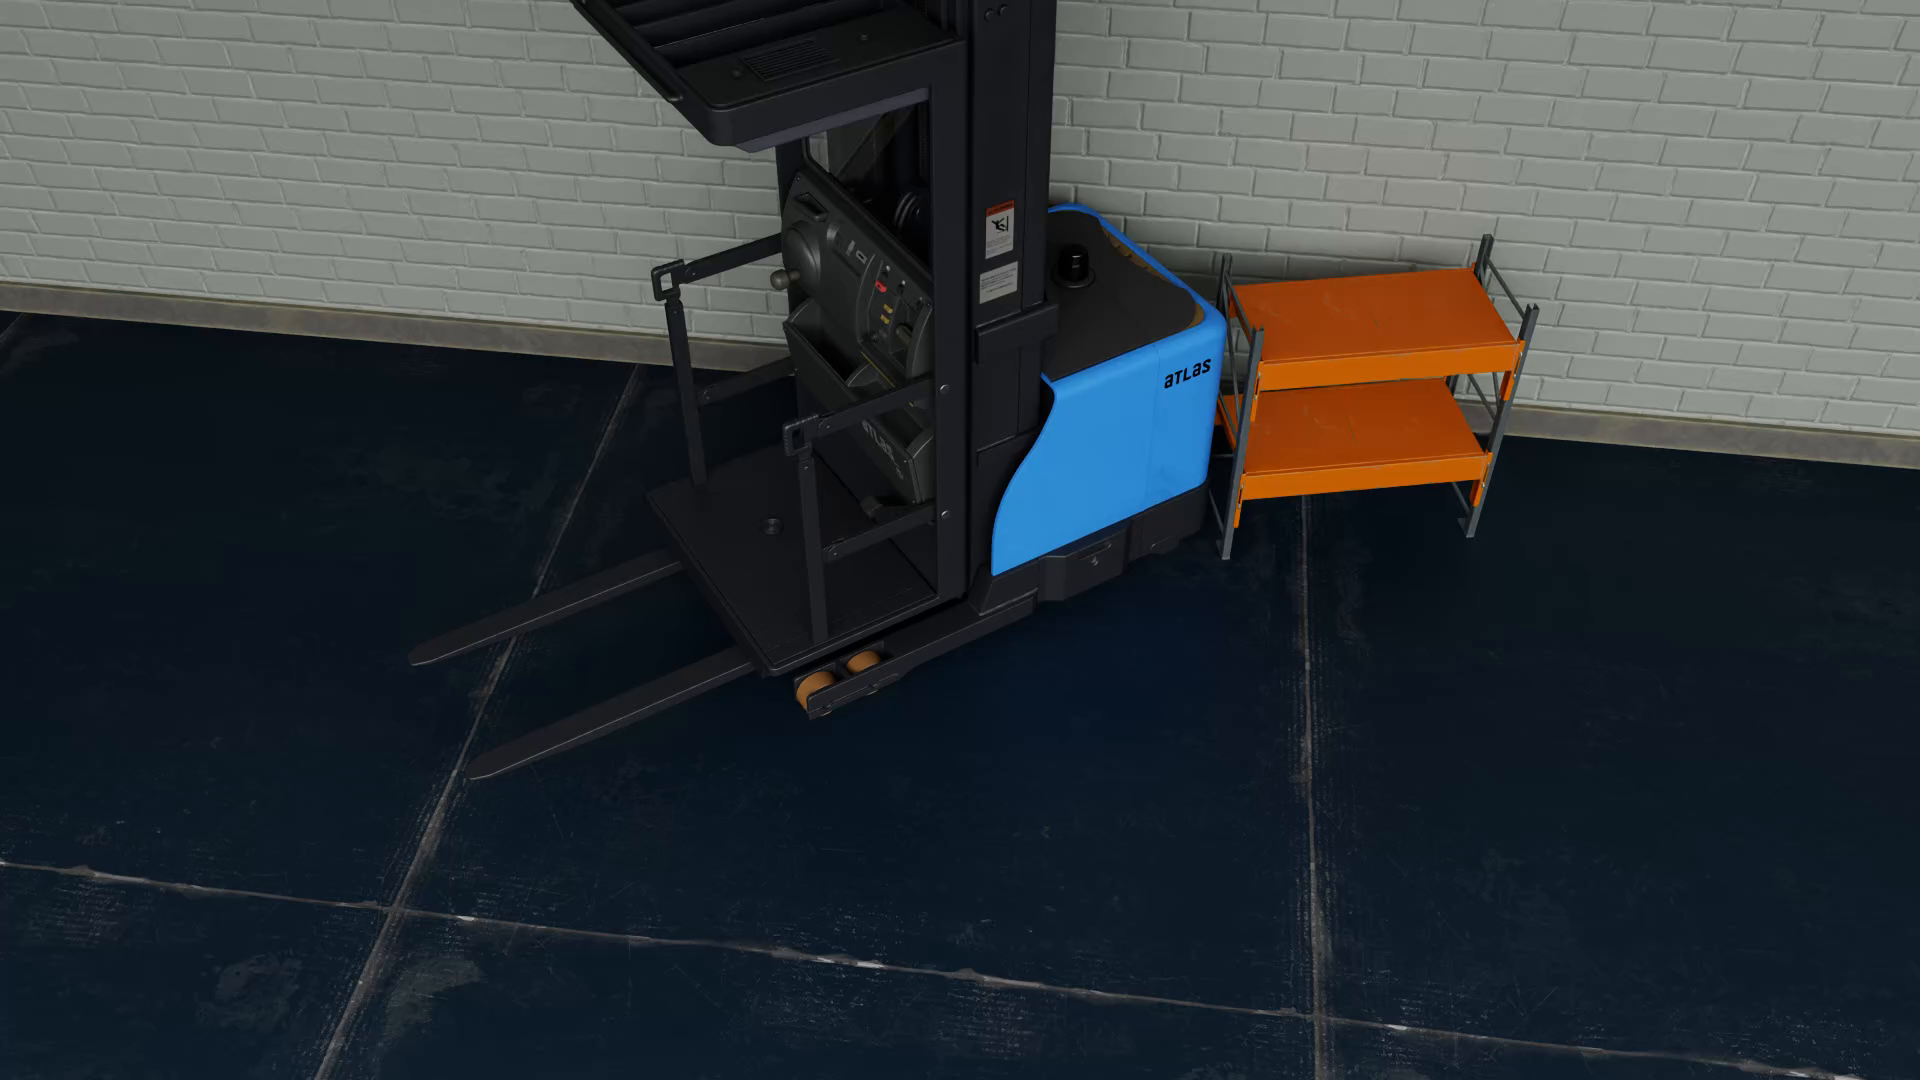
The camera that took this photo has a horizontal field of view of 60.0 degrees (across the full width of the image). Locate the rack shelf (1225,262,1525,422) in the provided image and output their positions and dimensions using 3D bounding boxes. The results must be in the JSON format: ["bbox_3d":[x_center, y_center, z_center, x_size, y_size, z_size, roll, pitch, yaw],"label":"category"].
[{"bbox_3d":[1.538,-0.757,6.306,1.000,0.278,0.538,-5,44,-5],"label":"rack shelf"}]

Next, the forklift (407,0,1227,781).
[{"bbox_3d":[-0.531,-0.839,5.504,3.031,2.935,1.130,-23,48,-22],"label":"forklift"}]

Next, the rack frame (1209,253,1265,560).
[{"bbox_3d":[1.034,-0.500,6.460,0.032,1.125,0.500,-5,44,-5],"label":"rack frame"}]

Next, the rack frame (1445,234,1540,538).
[{"bbox_3d":[2.042,-0.589,6.554,0.032,1.125,0.500,-5,44,-5],"label":"rack frame"}]

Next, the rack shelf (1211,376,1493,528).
[{"bbox_3d":[1.538,-0.367,6.675,1.000,0.278,0.538,-5,44,-5],"label":"rack shelf"}]

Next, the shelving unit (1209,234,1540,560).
[{"bbox_3d":[1.538,-0.545,6.507,1.048,1.125,0.538,-5,44,-5],"label":"shelving unit"}]
